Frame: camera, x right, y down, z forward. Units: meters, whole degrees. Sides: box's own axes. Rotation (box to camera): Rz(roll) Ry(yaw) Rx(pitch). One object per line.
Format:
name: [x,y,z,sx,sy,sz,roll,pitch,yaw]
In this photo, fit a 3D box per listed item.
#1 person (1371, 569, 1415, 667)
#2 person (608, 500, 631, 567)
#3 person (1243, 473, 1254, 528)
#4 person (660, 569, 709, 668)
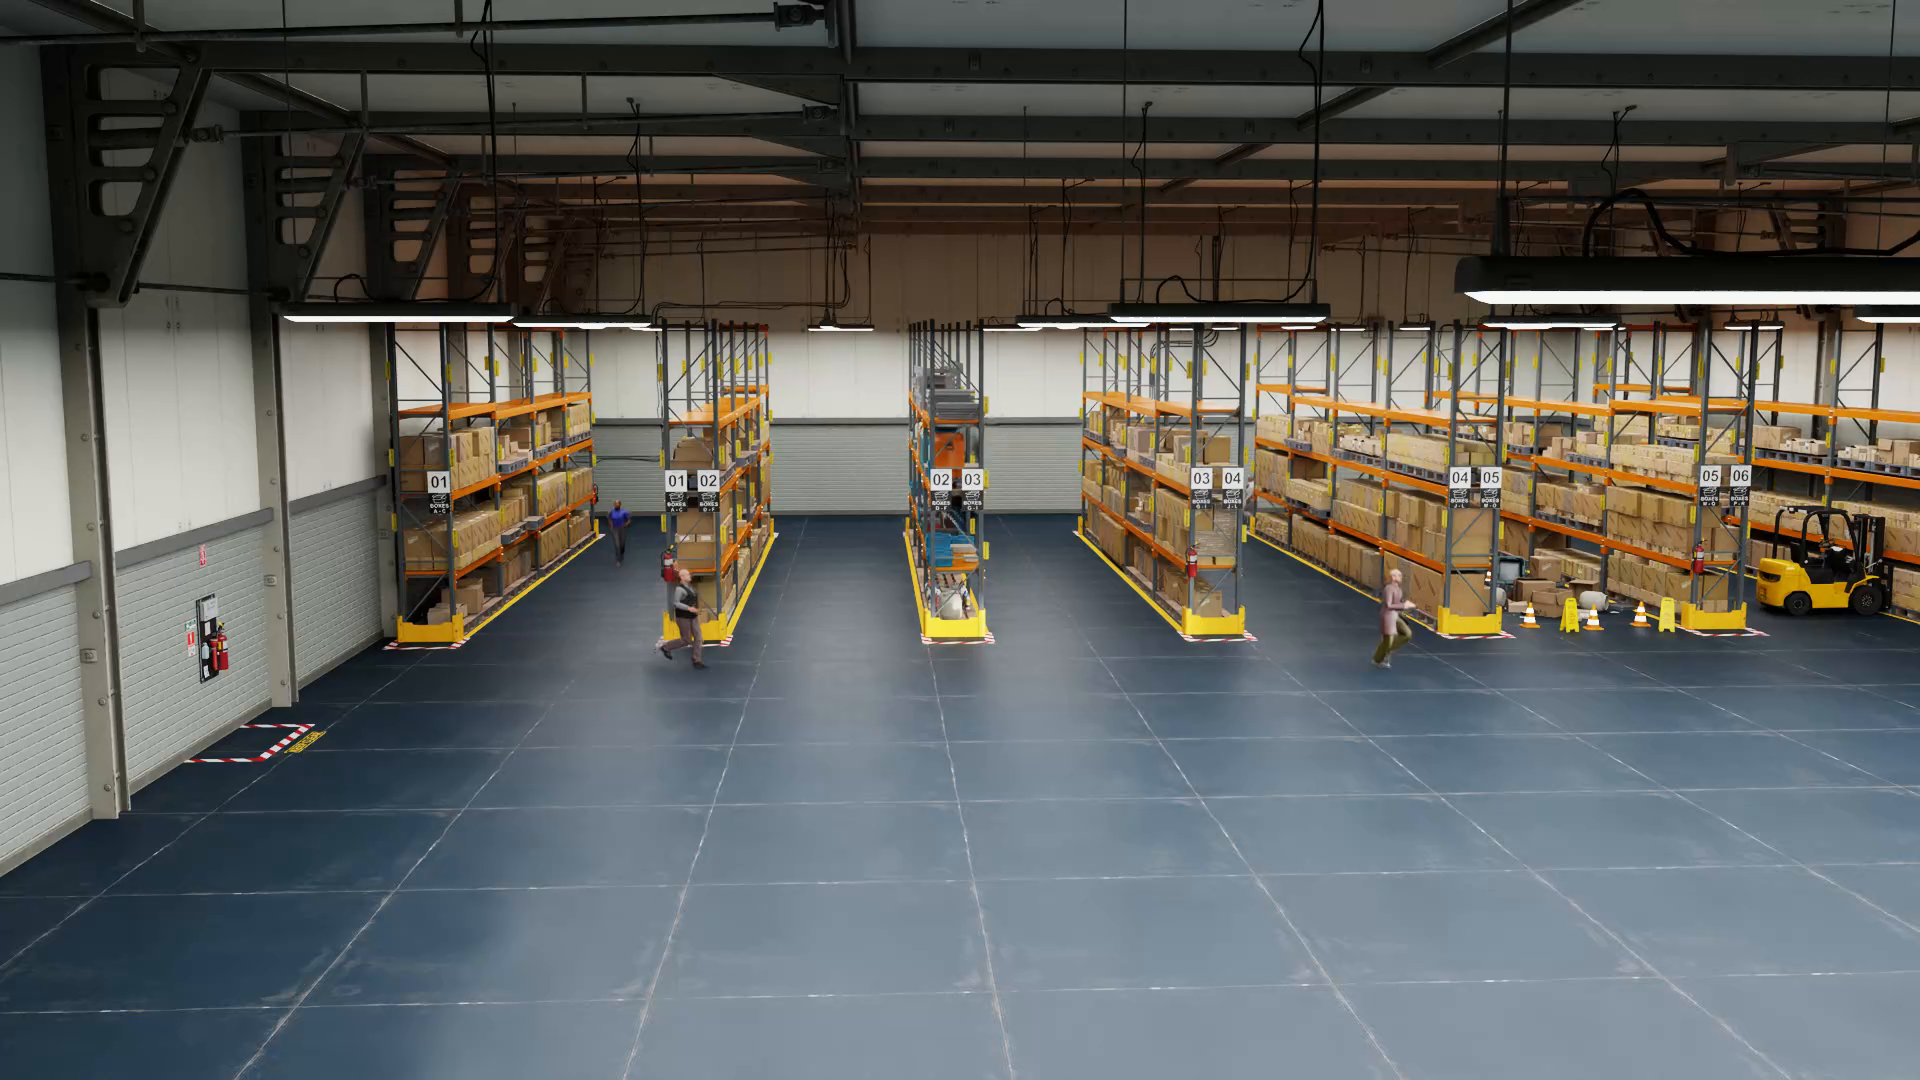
person: [7.422,1.349,28.464,0.793,1.713,0.759,5,9,36]
person: [-8.477,-0.185,41.408,0.576,1.650,0.717,0,7,-4]
person: [8.539,-1.161,49.166,0.502,1.651,0.650,2,7,14]
person: [-4.746,1.357,28.660,0.864,1.719,0.662,2,7,16]
